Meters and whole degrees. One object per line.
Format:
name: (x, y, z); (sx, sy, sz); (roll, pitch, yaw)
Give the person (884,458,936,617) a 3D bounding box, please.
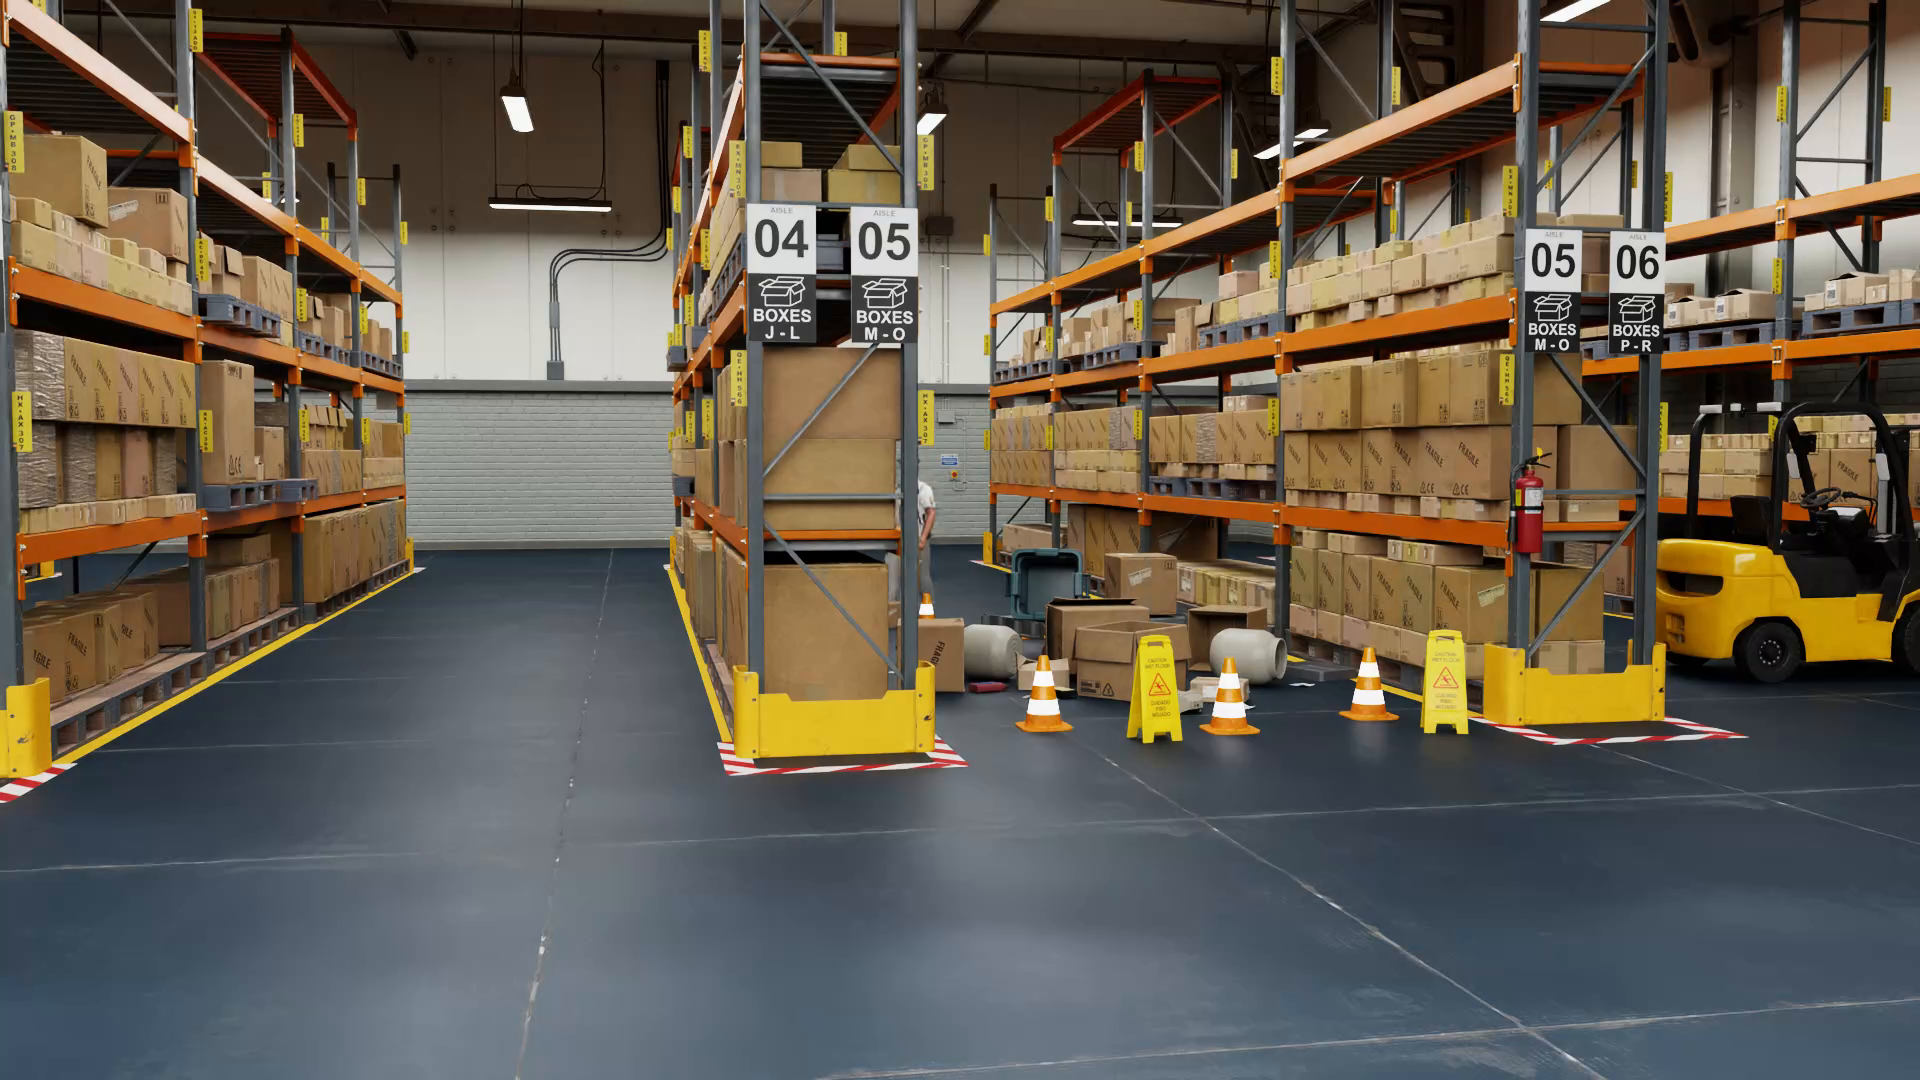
person: (-0.603, -0.005, 17.193); (0.617, 1.726, 0.927); (1, 3, 26)
